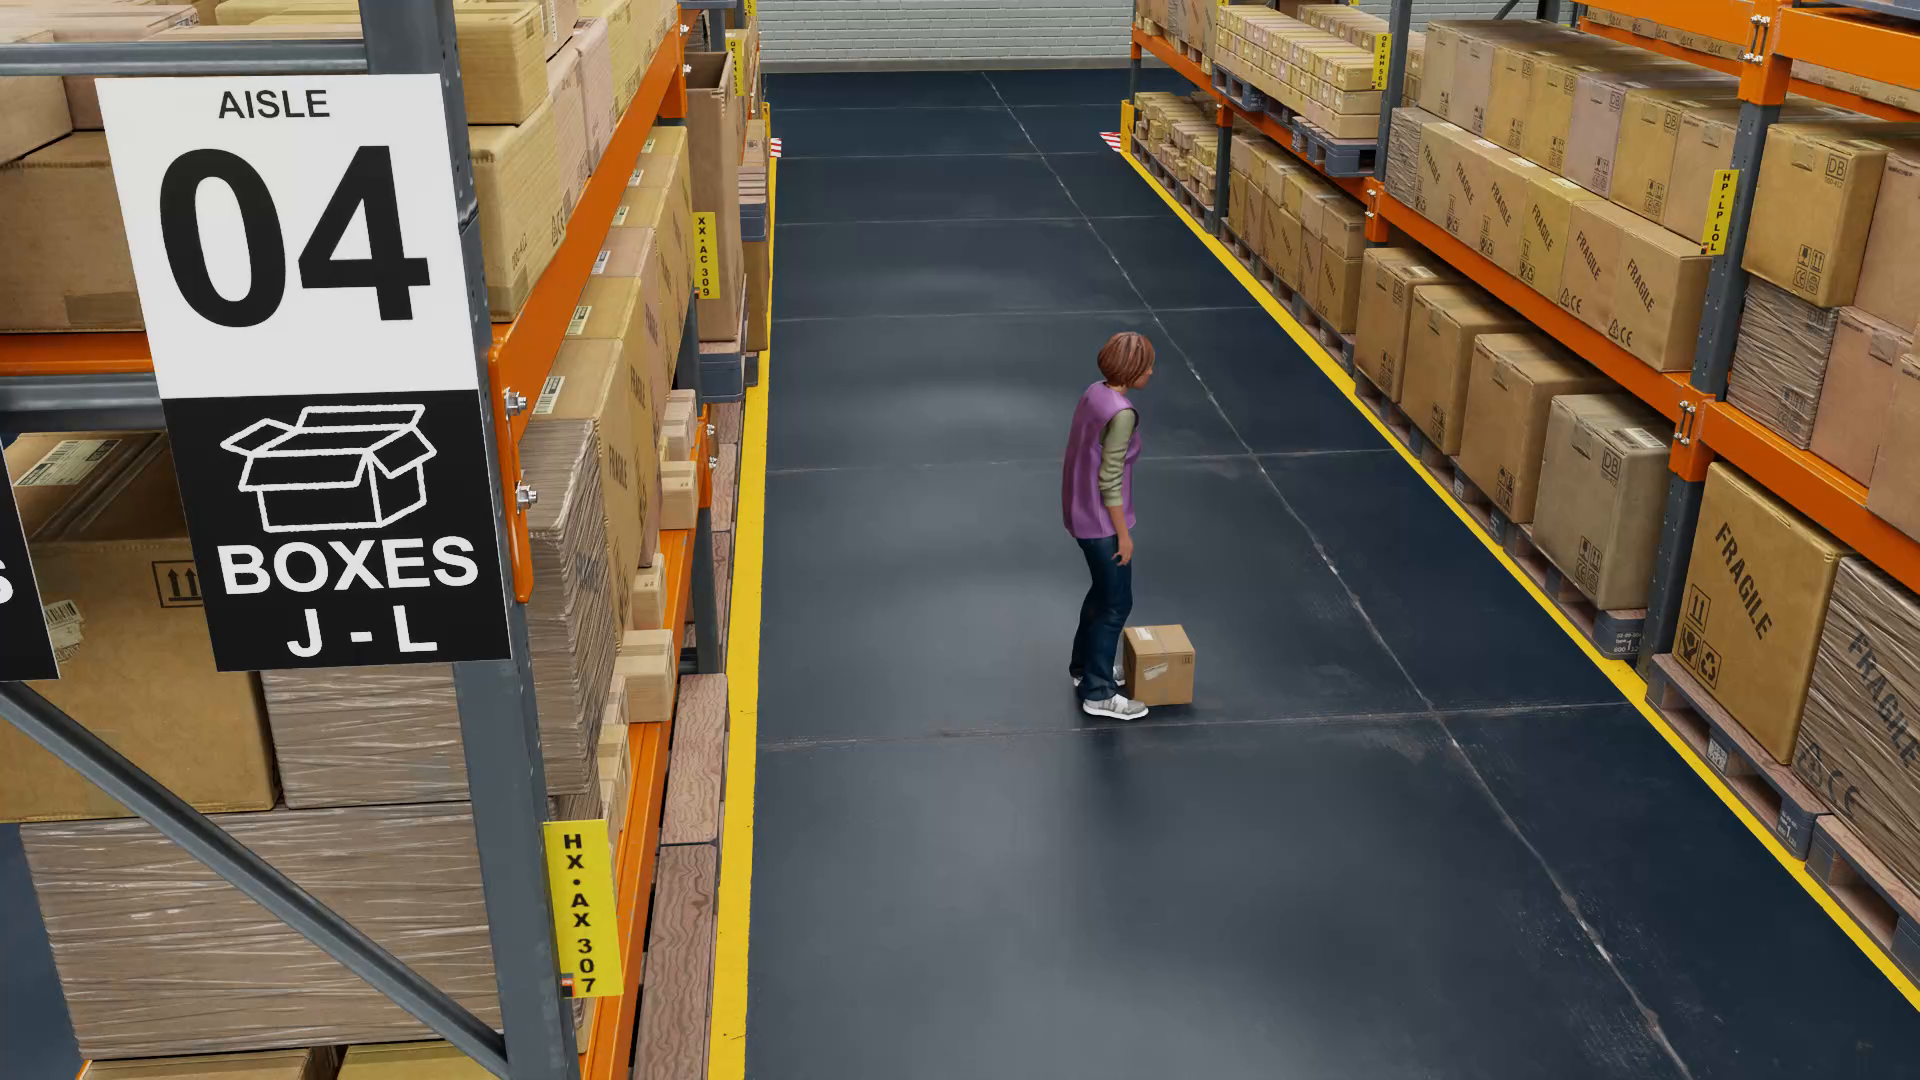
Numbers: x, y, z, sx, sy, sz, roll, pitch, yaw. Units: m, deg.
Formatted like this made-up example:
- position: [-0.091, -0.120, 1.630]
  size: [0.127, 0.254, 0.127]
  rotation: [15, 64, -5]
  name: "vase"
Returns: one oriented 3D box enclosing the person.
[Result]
- position: [0.596, -0.066, 6.764]
  size: [0.348, 1.592, 0.475]
  rotation: [-4, 24, -8]
  name: "person"
